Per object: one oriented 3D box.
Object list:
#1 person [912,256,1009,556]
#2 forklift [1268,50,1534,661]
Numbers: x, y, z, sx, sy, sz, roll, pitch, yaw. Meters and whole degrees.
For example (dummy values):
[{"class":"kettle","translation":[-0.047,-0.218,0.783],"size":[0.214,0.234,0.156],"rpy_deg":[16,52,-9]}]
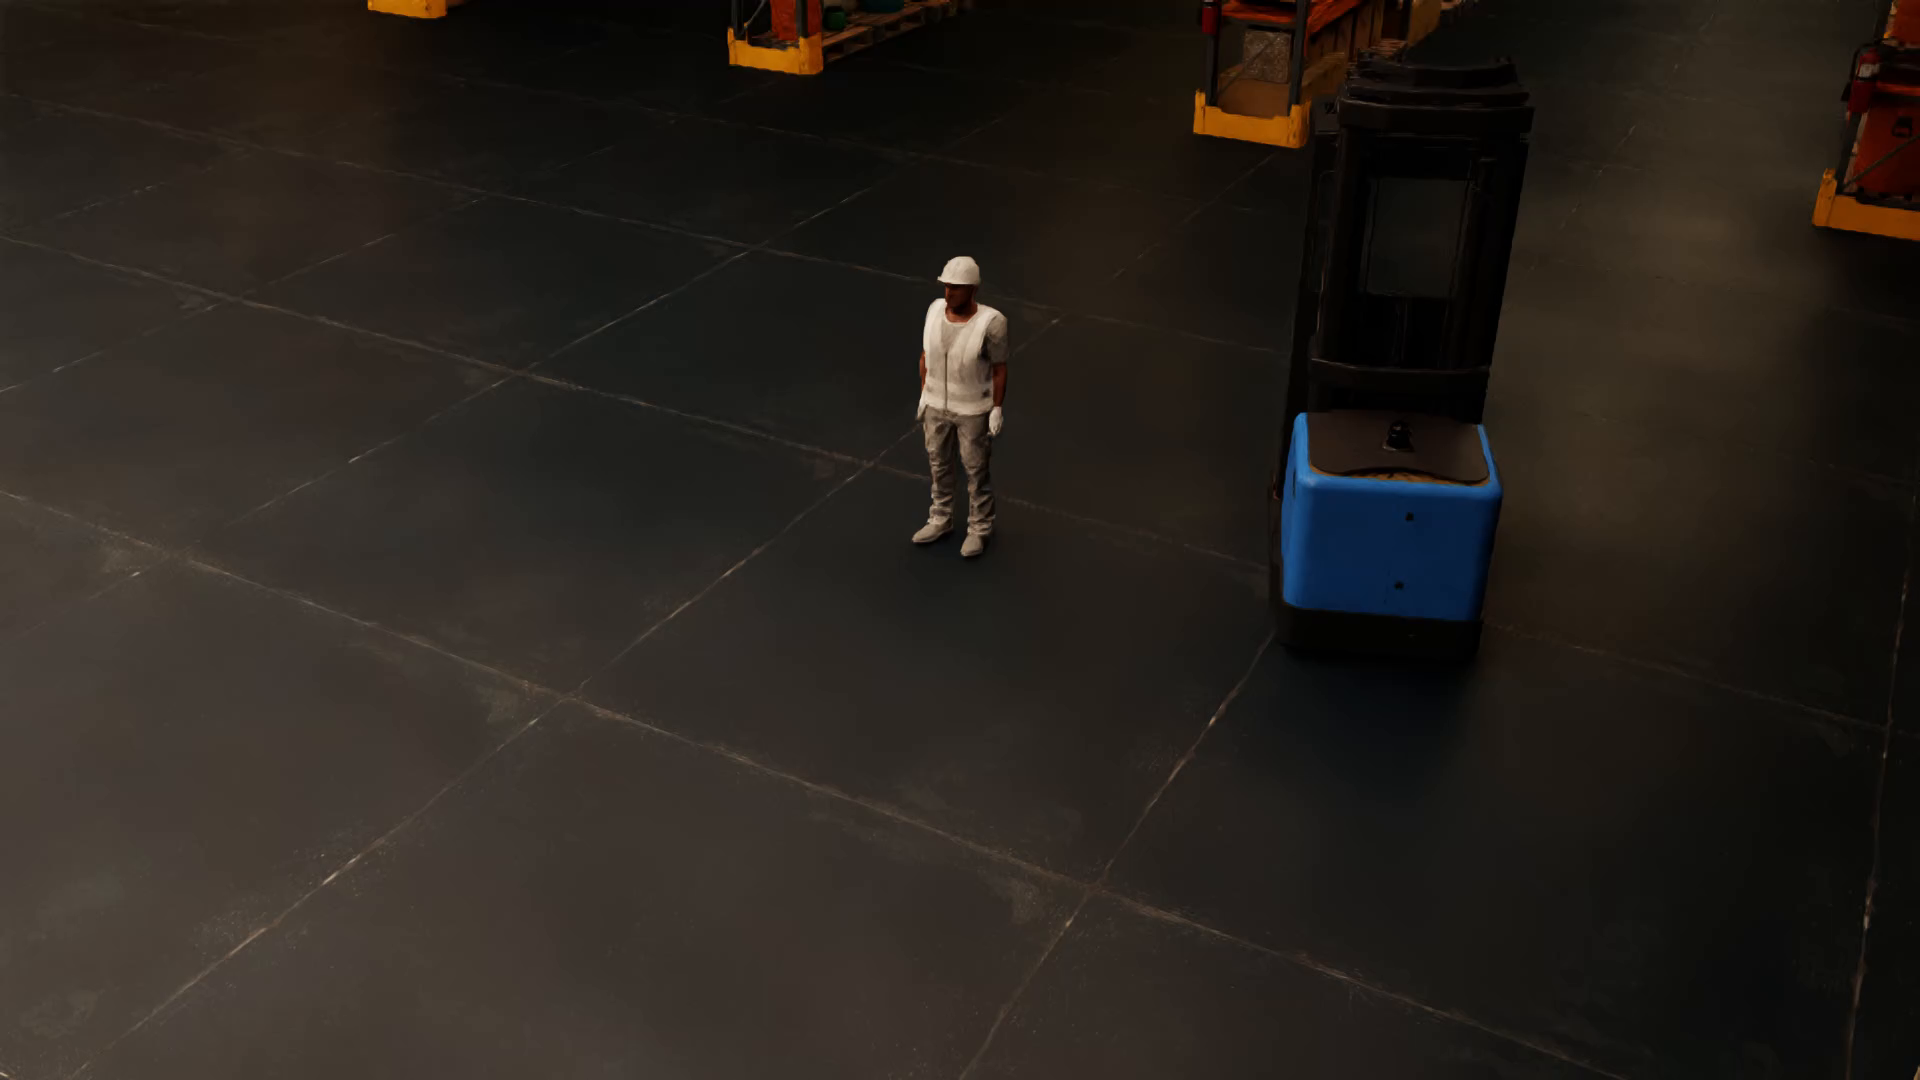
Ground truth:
[{"class":"person","translation":[-0.006,-0.768,9.546],"size":[0.546,1.790,0.365],"rpy_deg":[15,33,25]},{"class":"forklift","translation":[2.445,-1.352,9.412],"size":[1.130,2.935,3.031],"rpy_deg":[4,30,8]}]
